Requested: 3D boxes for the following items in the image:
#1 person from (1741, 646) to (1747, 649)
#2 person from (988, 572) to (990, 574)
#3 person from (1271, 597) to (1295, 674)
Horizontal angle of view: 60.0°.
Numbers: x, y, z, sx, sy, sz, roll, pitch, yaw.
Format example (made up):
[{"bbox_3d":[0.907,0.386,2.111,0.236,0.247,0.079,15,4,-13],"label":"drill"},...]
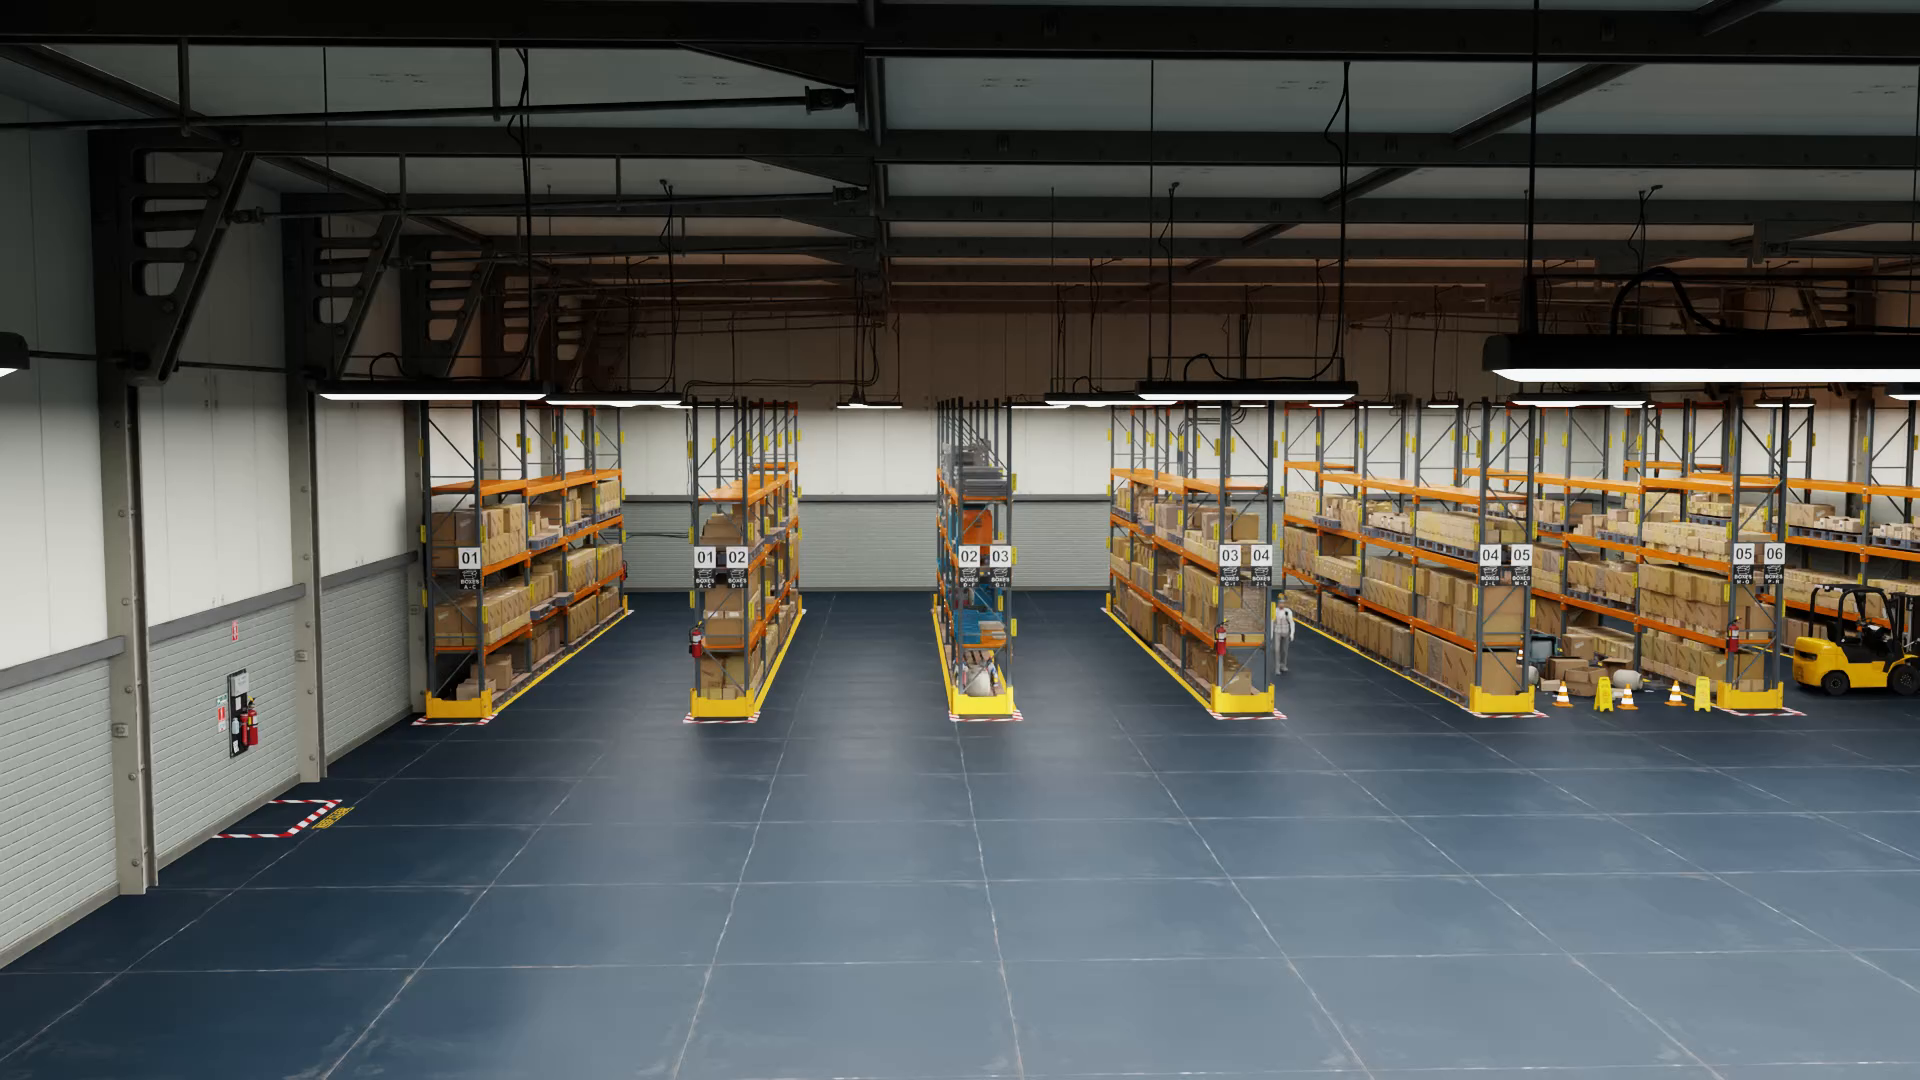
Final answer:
[{"bbox_3d":[18.452,1.900,39.429,0.407,1.615,0.631,-1,5,-18],"label":"person"},{"bbox_3d":[1.070,1.101,49.143,0.443,1.616,1.058,-1,5,-17],"label":"person"},{"bbox_3d":[7.066,2.084,36.484,0.539,1.698,0.592,1,5,13],"label":"person"}]
